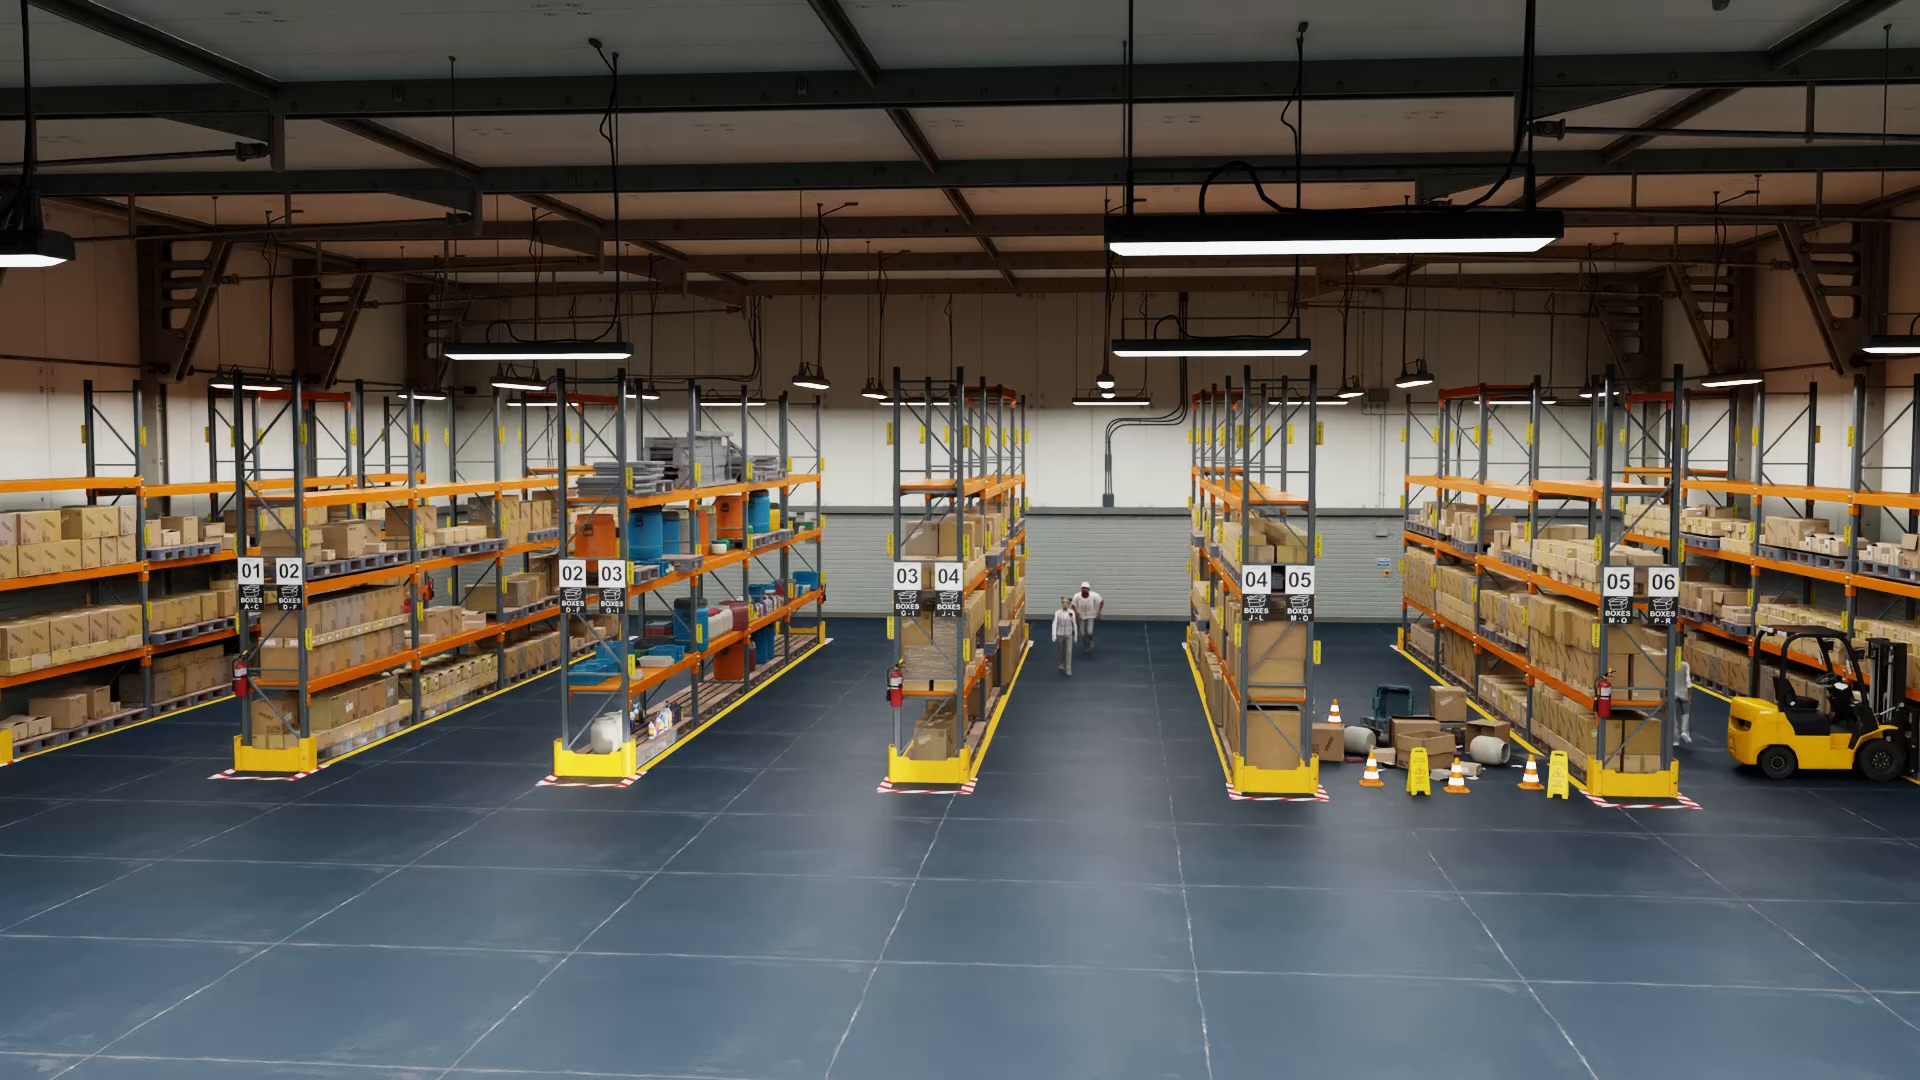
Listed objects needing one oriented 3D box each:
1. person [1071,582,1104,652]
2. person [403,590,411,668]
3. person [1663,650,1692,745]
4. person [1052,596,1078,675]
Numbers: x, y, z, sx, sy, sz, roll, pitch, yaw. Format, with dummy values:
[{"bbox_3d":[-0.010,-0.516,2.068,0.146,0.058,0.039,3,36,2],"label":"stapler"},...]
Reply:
[{"bbox_3d":[2.944,1.782,38.433,0.737,1.669,0.688,1,4,13],"label":"person"},{"bbox_3d":[-11.960,1.922,35.973,0.507,1.664,1.077,0,4,2],"label":"person"},{"bbox_3d":[11.602,2.535,26.891,0.432,1.596,0.441,1,4,12],"label":"person"},{"bbox_3d":[2.213,1.994,35.063,0.542,1.628,1.056,0,4,2],"label":"person"}]
